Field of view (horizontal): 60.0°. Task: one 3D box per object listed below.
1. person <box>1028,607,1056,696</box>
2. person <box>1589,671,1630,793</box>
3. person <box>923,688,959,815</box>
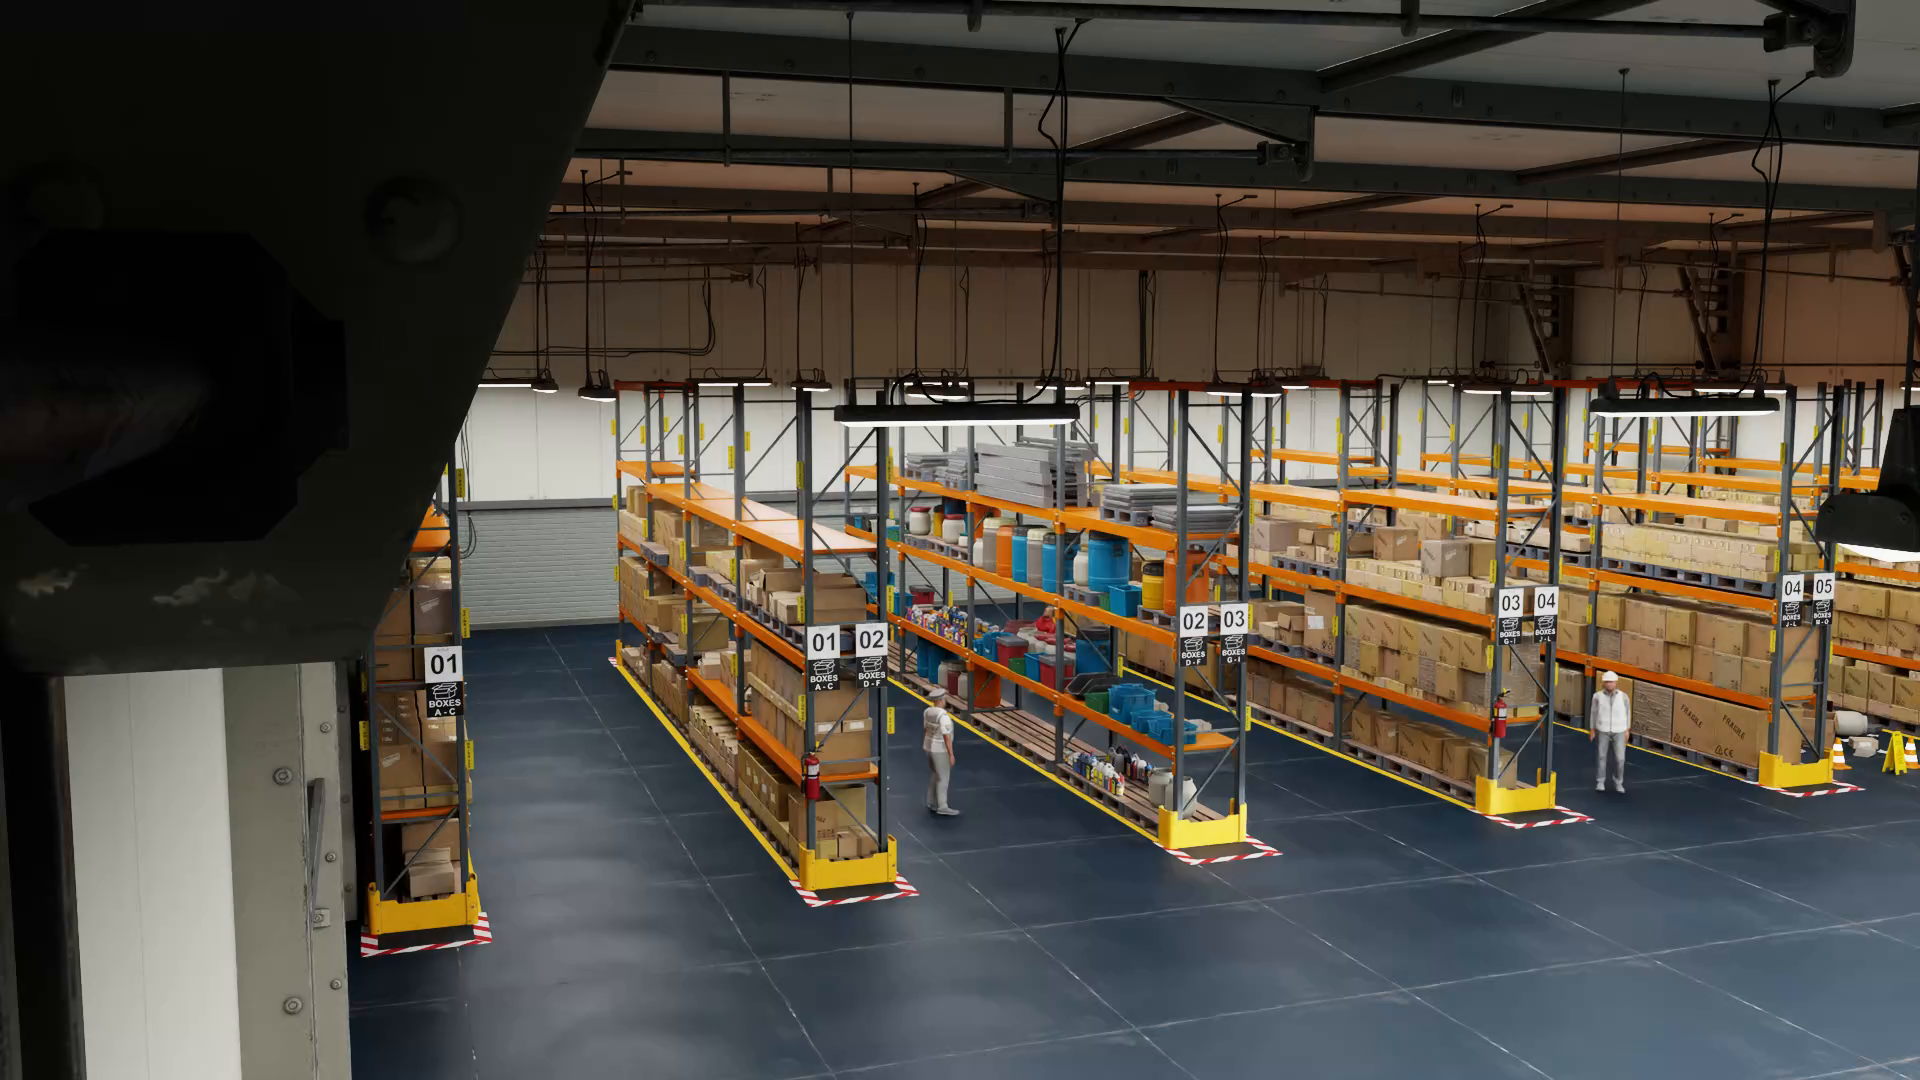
[{"bbox_3d":[1.518,2.123,31.897,0.475,1.711,0.680,-6,8,-44],"label":"person"},{"bbox_3d":[9.644,2.850,24.705,0.562,1.814,0.375,2,6,20],"label":"person"},{"bbox_3d":[-0.278,3.023,23.459,0.411,1.861,0.590,-3,7,-27],"label":"person"}]
